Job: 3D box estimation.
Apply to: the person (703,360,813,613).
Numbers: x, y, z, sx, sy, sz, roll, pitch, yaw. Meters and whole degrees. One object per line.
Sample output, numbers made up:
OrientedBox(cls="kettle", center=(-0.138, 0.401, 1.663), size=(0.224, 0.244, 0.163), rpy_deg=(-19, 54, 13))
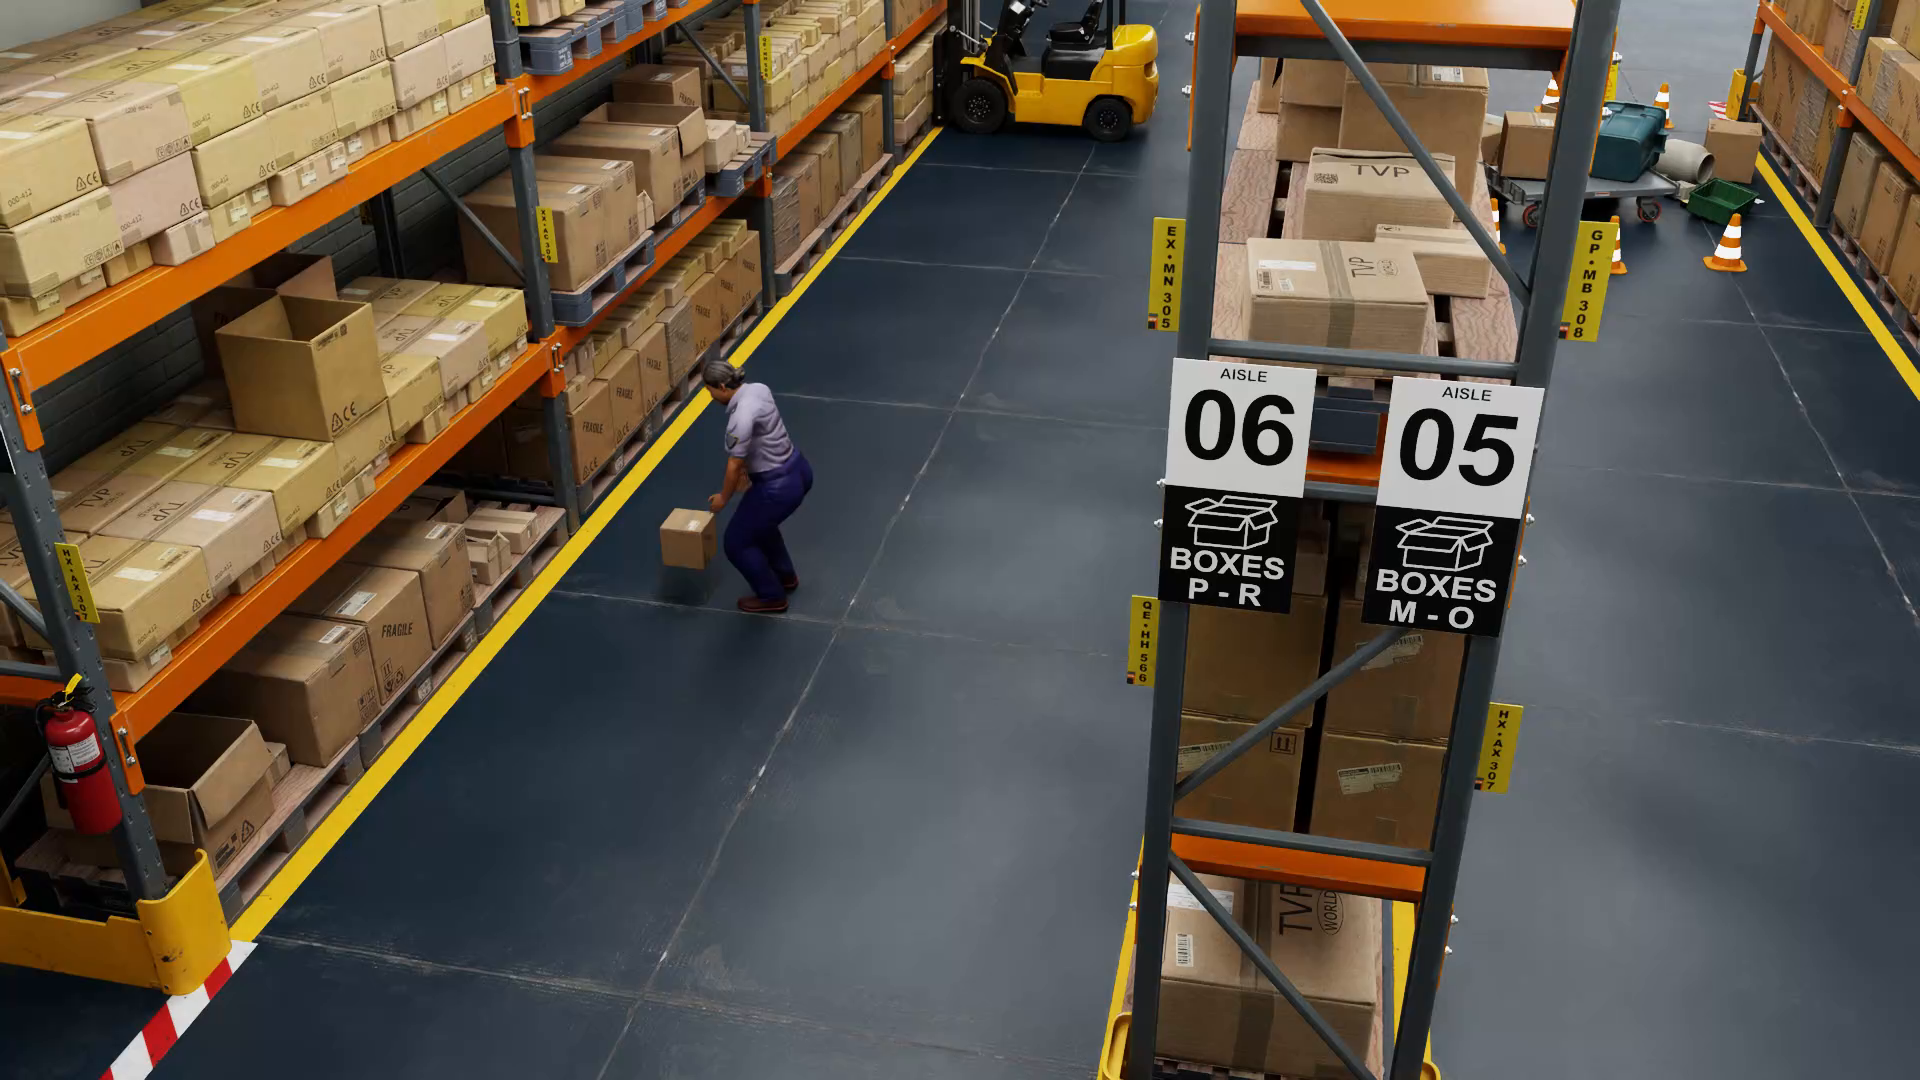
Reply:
OrientedBox(cls="person", center=(-1.129, -0.301, 9.348), size=(0.551, 1.490, 0.525), rpy_deg=(6, 30, 11))
